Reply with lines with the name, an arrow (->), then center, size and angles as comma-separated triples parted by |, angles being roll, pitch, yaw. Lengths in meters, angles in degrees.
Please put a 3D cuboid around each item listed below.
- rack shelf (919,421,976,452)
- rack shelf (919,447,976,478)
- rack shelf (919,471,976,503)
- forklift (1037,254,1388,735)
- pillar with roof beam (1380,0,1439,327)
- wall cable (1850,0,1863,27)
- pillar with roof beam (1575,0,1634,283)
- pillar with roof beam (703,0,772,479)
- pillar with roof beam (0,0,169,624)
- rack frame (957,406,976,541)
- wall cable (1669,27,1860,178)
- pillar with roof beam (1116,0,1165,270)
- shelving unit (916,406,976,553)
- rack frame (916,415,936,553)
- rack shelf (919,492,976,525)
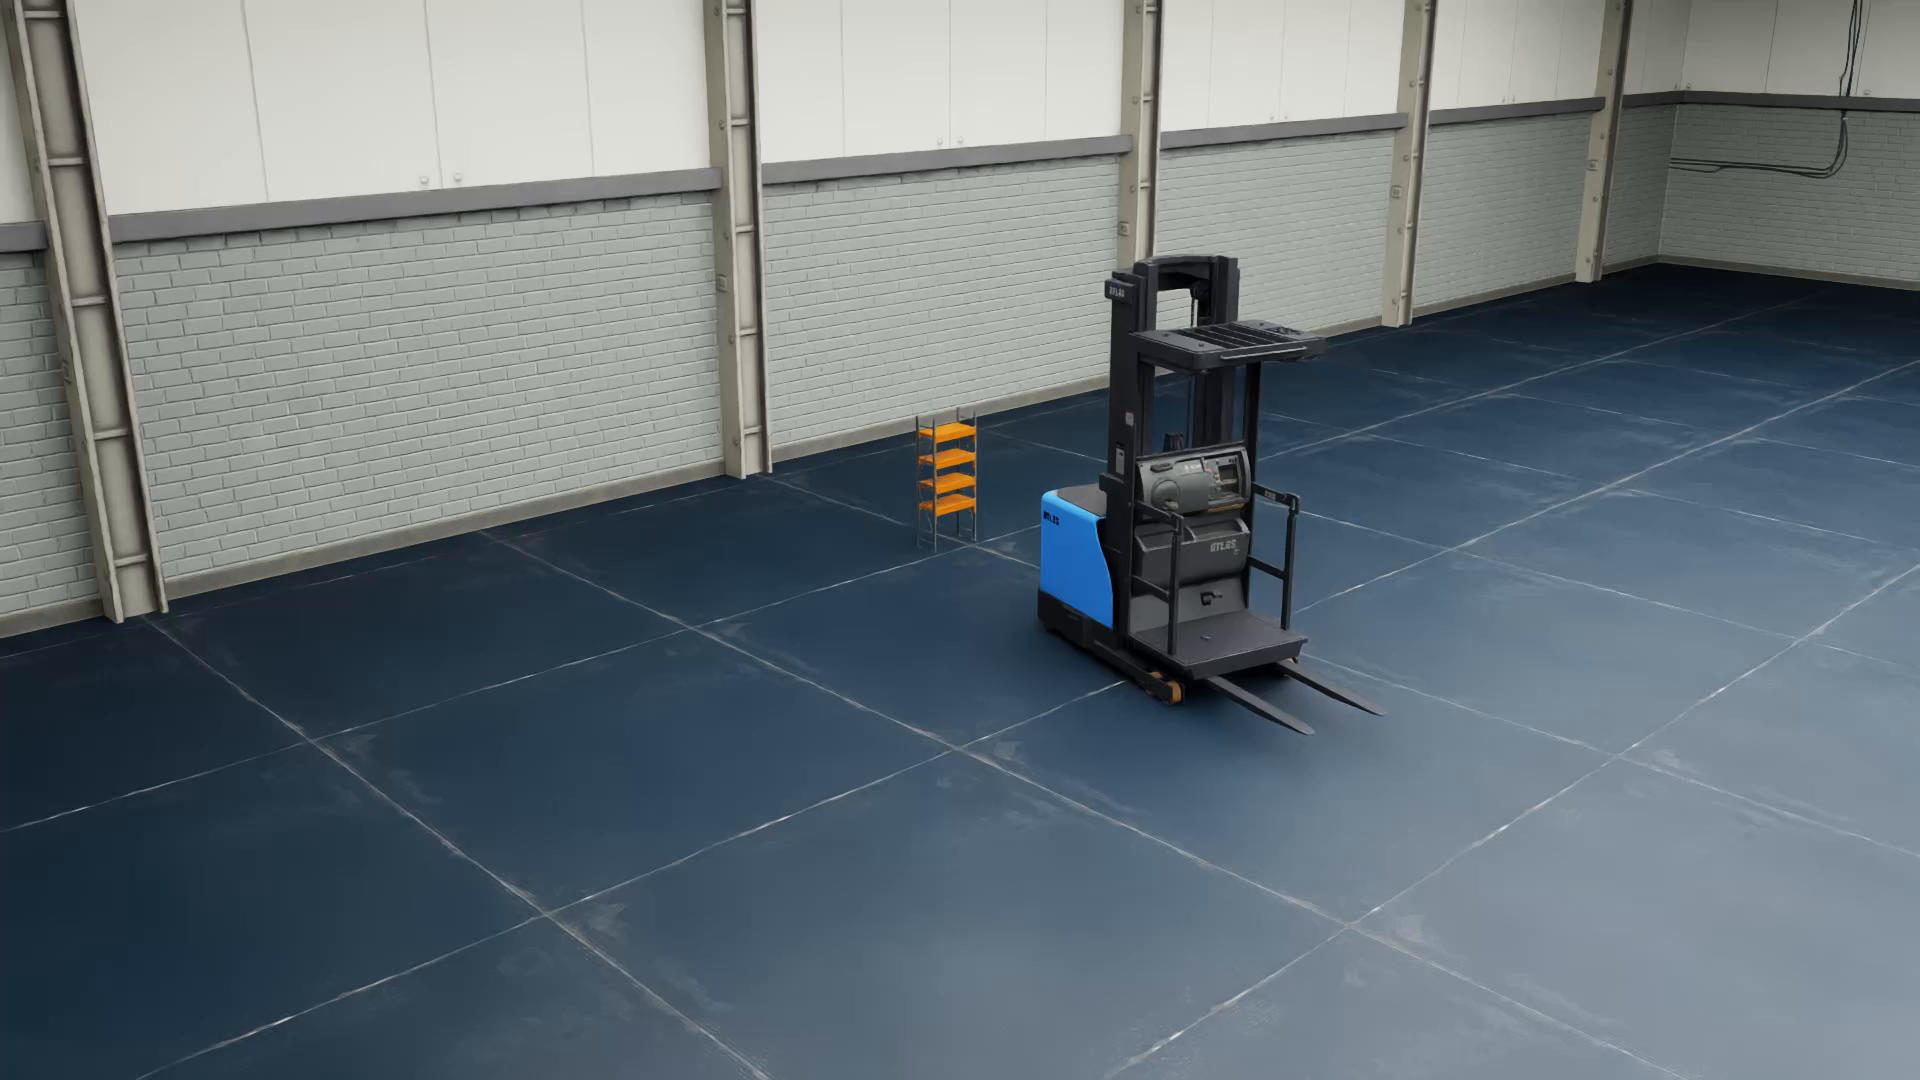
rack shelf -> -0.120, -0.909, 14.570 | 0.480, 0.148, 0.258 | -16, 24, -41
rack shelf -> -0.120, -0.684, 14.643 | 0.480, 0.148, 0.258 | -16, 24, -41
rack shelf -> -0.120, -0.472, 14.712 | 0.480, 0.148, 0.258 | -16, 24, -41
forklift -> 1.755, -0.414, 11.509 | 1.130, 2.935, 3.031 | -10, 20, -27
pillar with roof beam -> 9.497, -6.553, 20.606 | 0.400, 9.000, 9.100 | -16, 24, -41
wall cable -> 15.807, -9.436, 26.344 | 0.112, 2.526, 3.097 | -16, 24, -41
pillar with roof beam -> 13.857, -7.824, 24.527 | 0.400, 9.000, 9.100 | -16, 24, -41
pillar with roof beam -> 0.778, -4.010, 12.763 | 0.400, 9.000, 9.100 | -16, 24, -41
pillar with roof beam -> -3.582, -2.739, 8.842 | 0.400, 9.000, 9.100 | -16, 24, -41
rack frame -> 0.057, -0.587, 14.851 | 0.015, 1.200, 0.240 | -16, 24, -41
wall cable -> 13.948, -7.640, 28.993 | 0.112, 2.526, 3.097 | -16, 24, -41
pillar with roof beam -> 5.137, -5.282, 16.684 | 0.400, 9.000, 9.100 | -16, 24, -41
shelving unit -> -0.120, -0.536, 14.691 | 0.503, 1.200, 0.258 | -16, 24, -41
rack frame -> -0.298, -0.484, 14.532 | 0.015, 1.200, 0.240 | -16, 24, -41
rack shelf -> -0.120, -0.283, 14.773 | 0.480, 0.148, 0.258 | -16, 24, -41
